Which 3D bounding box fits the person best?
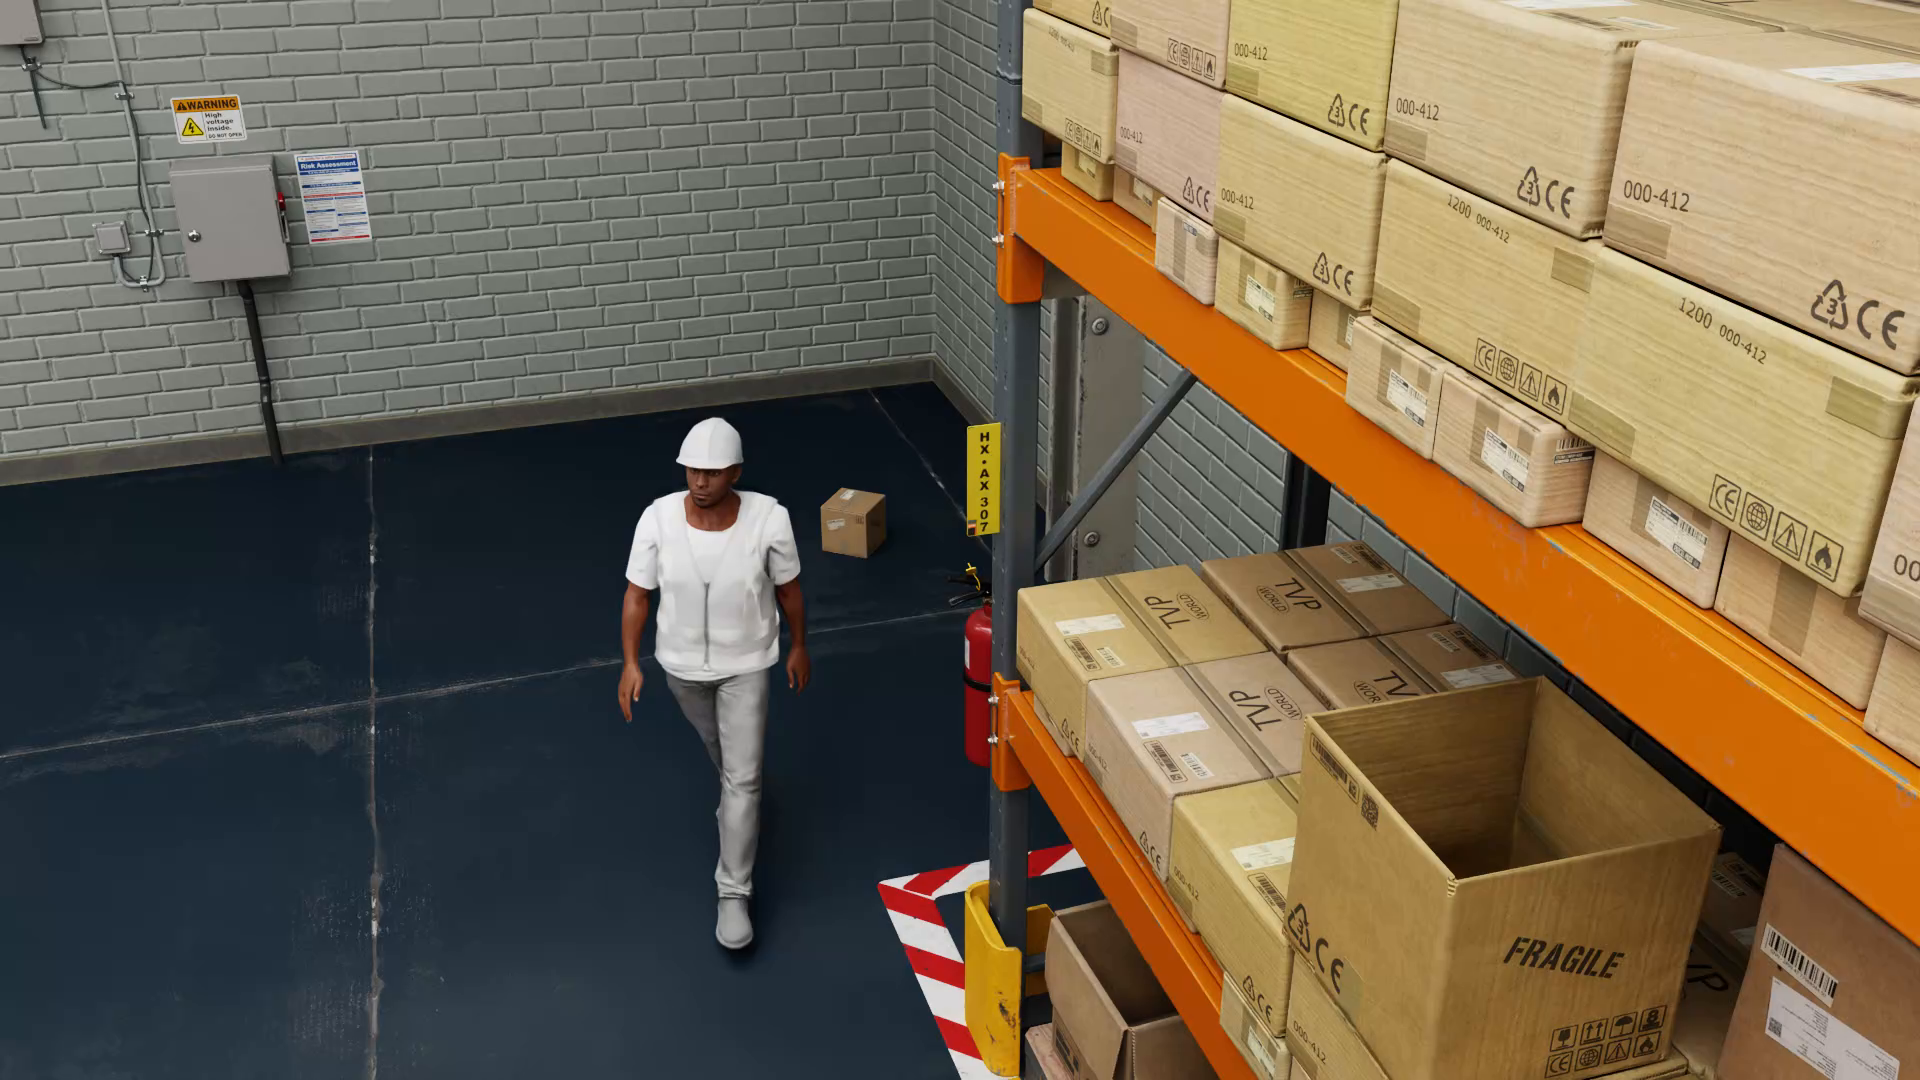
[{"bbox_3d":[-0.854,0.427,5.708,0.606,1.716,1.021,3,26,5],"label":"person"}]
